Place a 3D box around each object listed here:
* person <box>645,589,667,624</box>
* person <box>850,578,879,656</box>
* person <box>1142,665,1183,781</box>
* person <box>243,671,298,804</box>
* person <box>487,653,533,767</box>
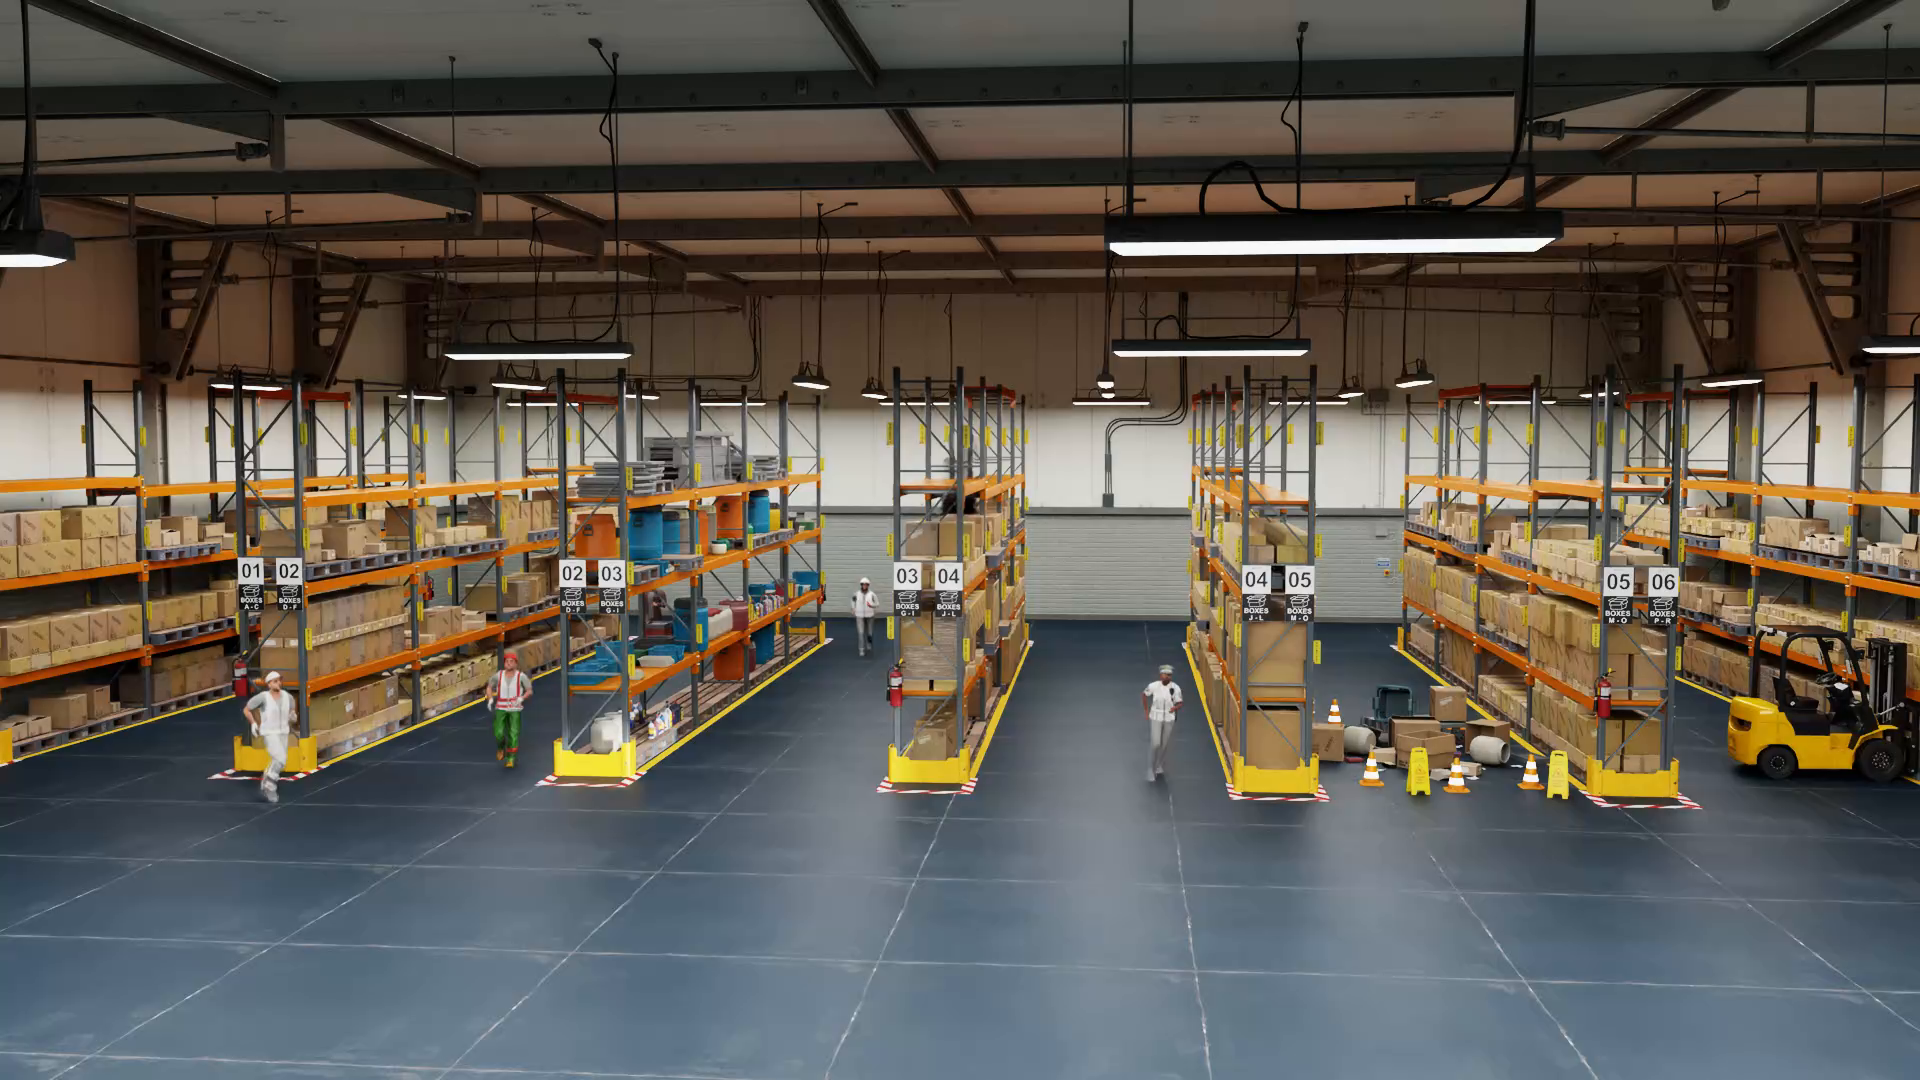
[{"bbox_3d":[-6.957,1.776,37.609,0.666,1.846,0.939,0,4,-6],"label":"person"},{"bbox_3d":[-2.177,1.740,37.975,0.662,1.748,0.965,0,4,-2],"label":"person"},{"bbox_3d":[2.974,2.671,24.348,0.576,1.730,0.711,0,4,-2],"label":"person"},{"bbox_3d":[-9.382,2.694,22.806,0.722,1.795,0.631,2,4,32],"label":"person"},{"bbox_3d":[-6.813,2.573,25.140,0.696,1.727,0.561,-1,4,-10],"label":"person"}]
